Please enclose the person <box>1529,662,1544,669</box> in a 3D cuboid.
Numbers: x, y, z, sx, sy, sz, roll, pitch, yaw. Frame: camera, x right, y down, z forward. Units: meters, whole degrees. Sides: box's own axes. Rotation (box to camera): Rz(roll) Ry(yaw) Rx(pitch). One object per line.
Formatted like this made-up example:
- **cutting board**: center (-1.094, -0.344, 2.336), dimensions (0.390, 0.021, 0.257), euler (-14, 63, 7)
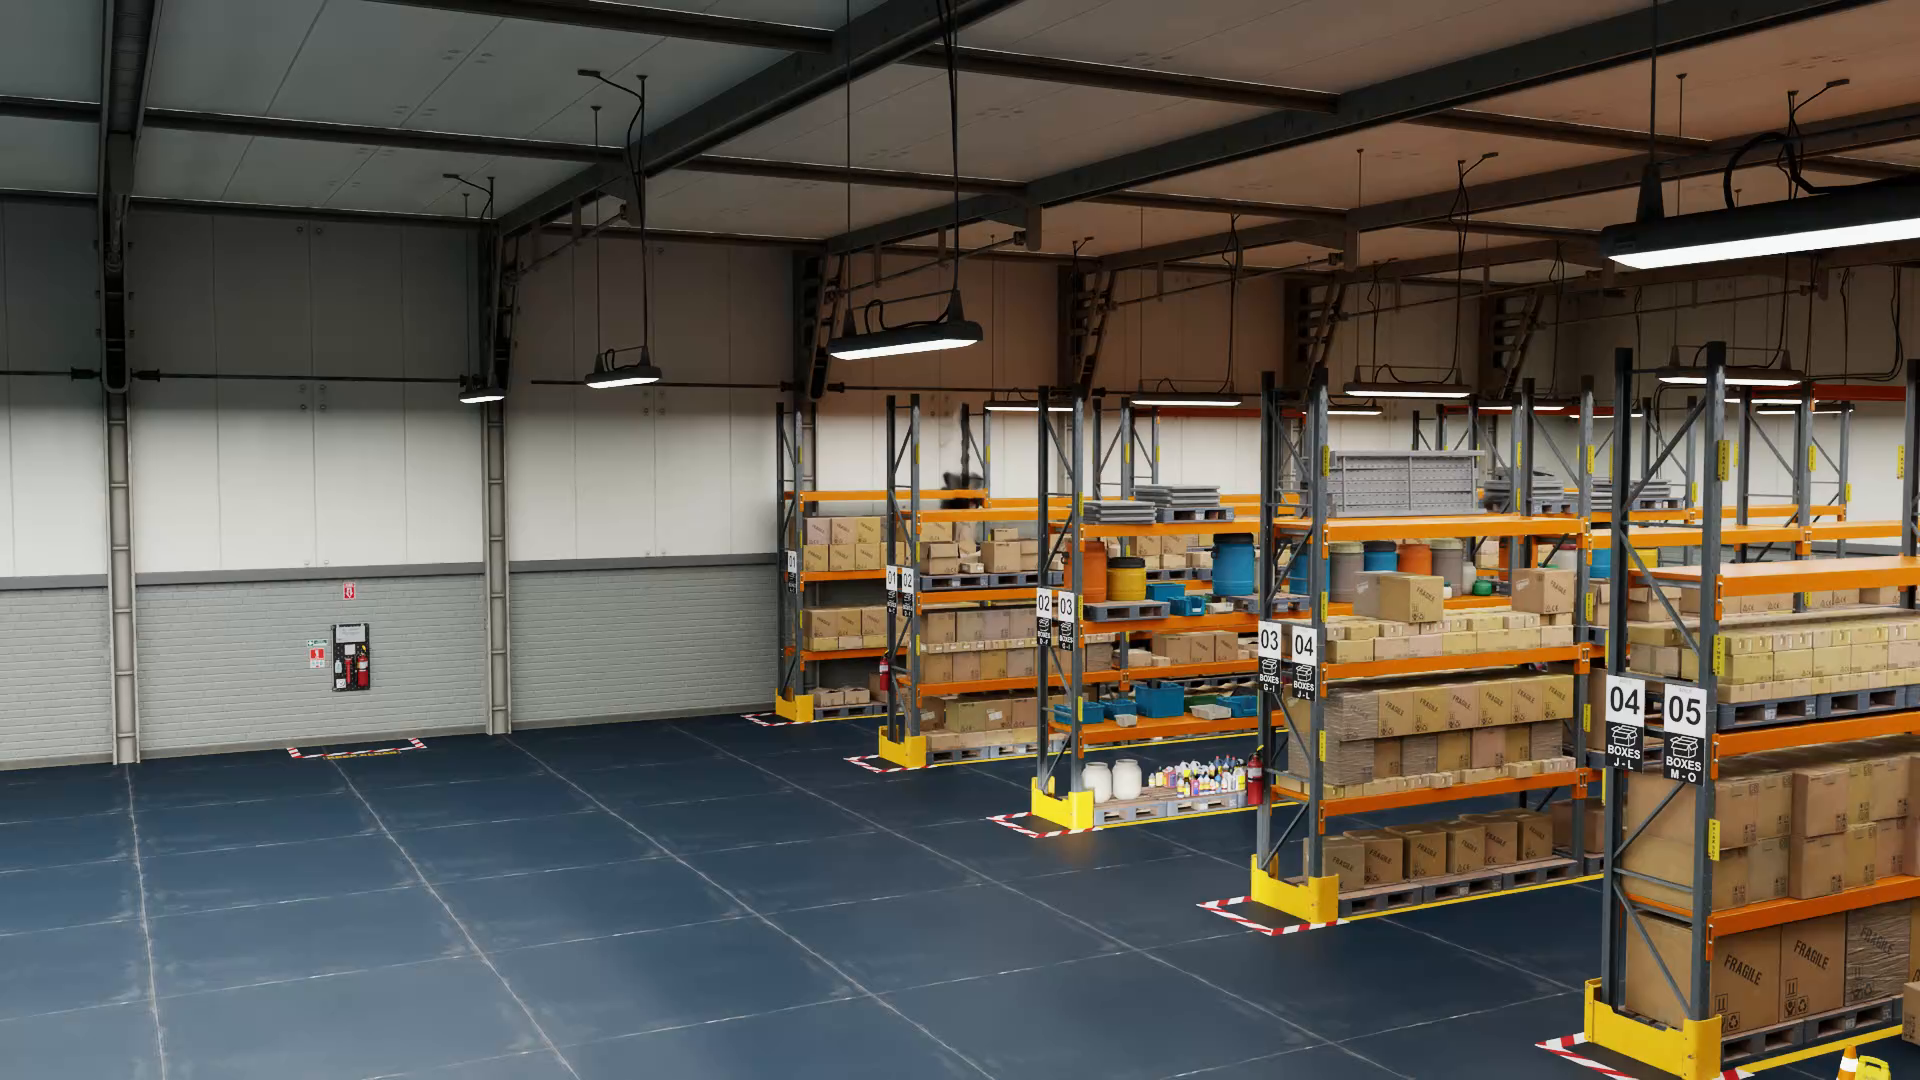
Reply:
- **person**: center (10.384, 2.623, 30.502), dimensions (0.648, 1.624, 0.601), euler (-2, 4, -35)
